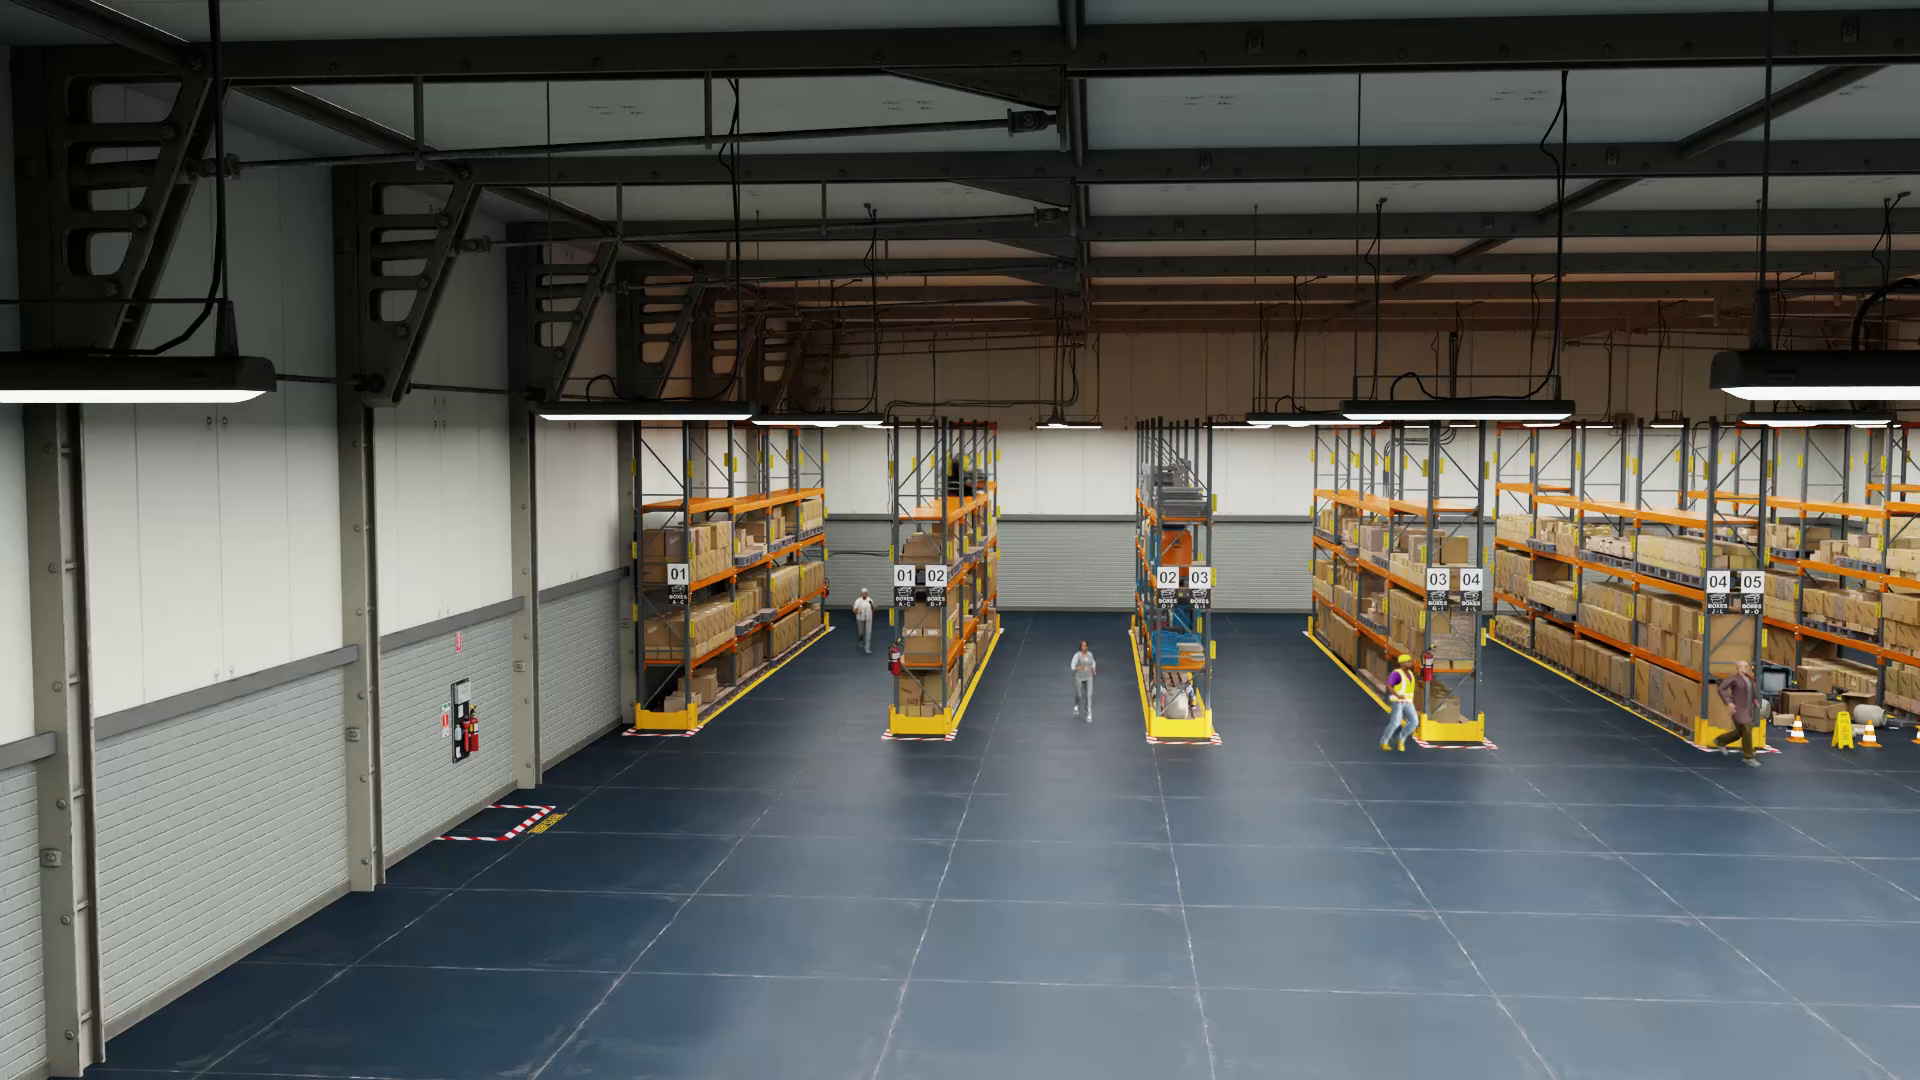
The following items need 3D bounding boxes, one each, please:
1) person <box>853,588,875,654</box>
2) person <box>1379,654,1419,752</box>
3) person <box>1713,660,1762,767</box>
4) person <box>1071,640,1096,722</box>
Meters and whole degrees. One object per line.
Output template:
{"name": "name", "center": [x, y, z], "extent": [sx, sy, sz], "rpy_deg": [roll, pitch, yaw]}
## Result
{"name": "person", "center": [-2.475, 2.084, 43.105], "extent": [0.609, 1.664, 0.891], "rpy_deg": [-1, 4, -11]}
{"name": "person", "center": [7.946, 2.918, 29.817], "extent": [0.765, 1.741, 0.635], "rpy_deg": [-2, 4, -33]}
{"name": "person", "center": [13.476, 2.971, 28.781], "extent": [0.725, 1.797, 0.991], "rpy_deg": [-2, 4, -31]}
{"name": "person", "center": [2.448, 2.766, 32.883], "extent": [0.543, 1.578, 0.882], "rpy_deg": [-1, 4, -10]}
